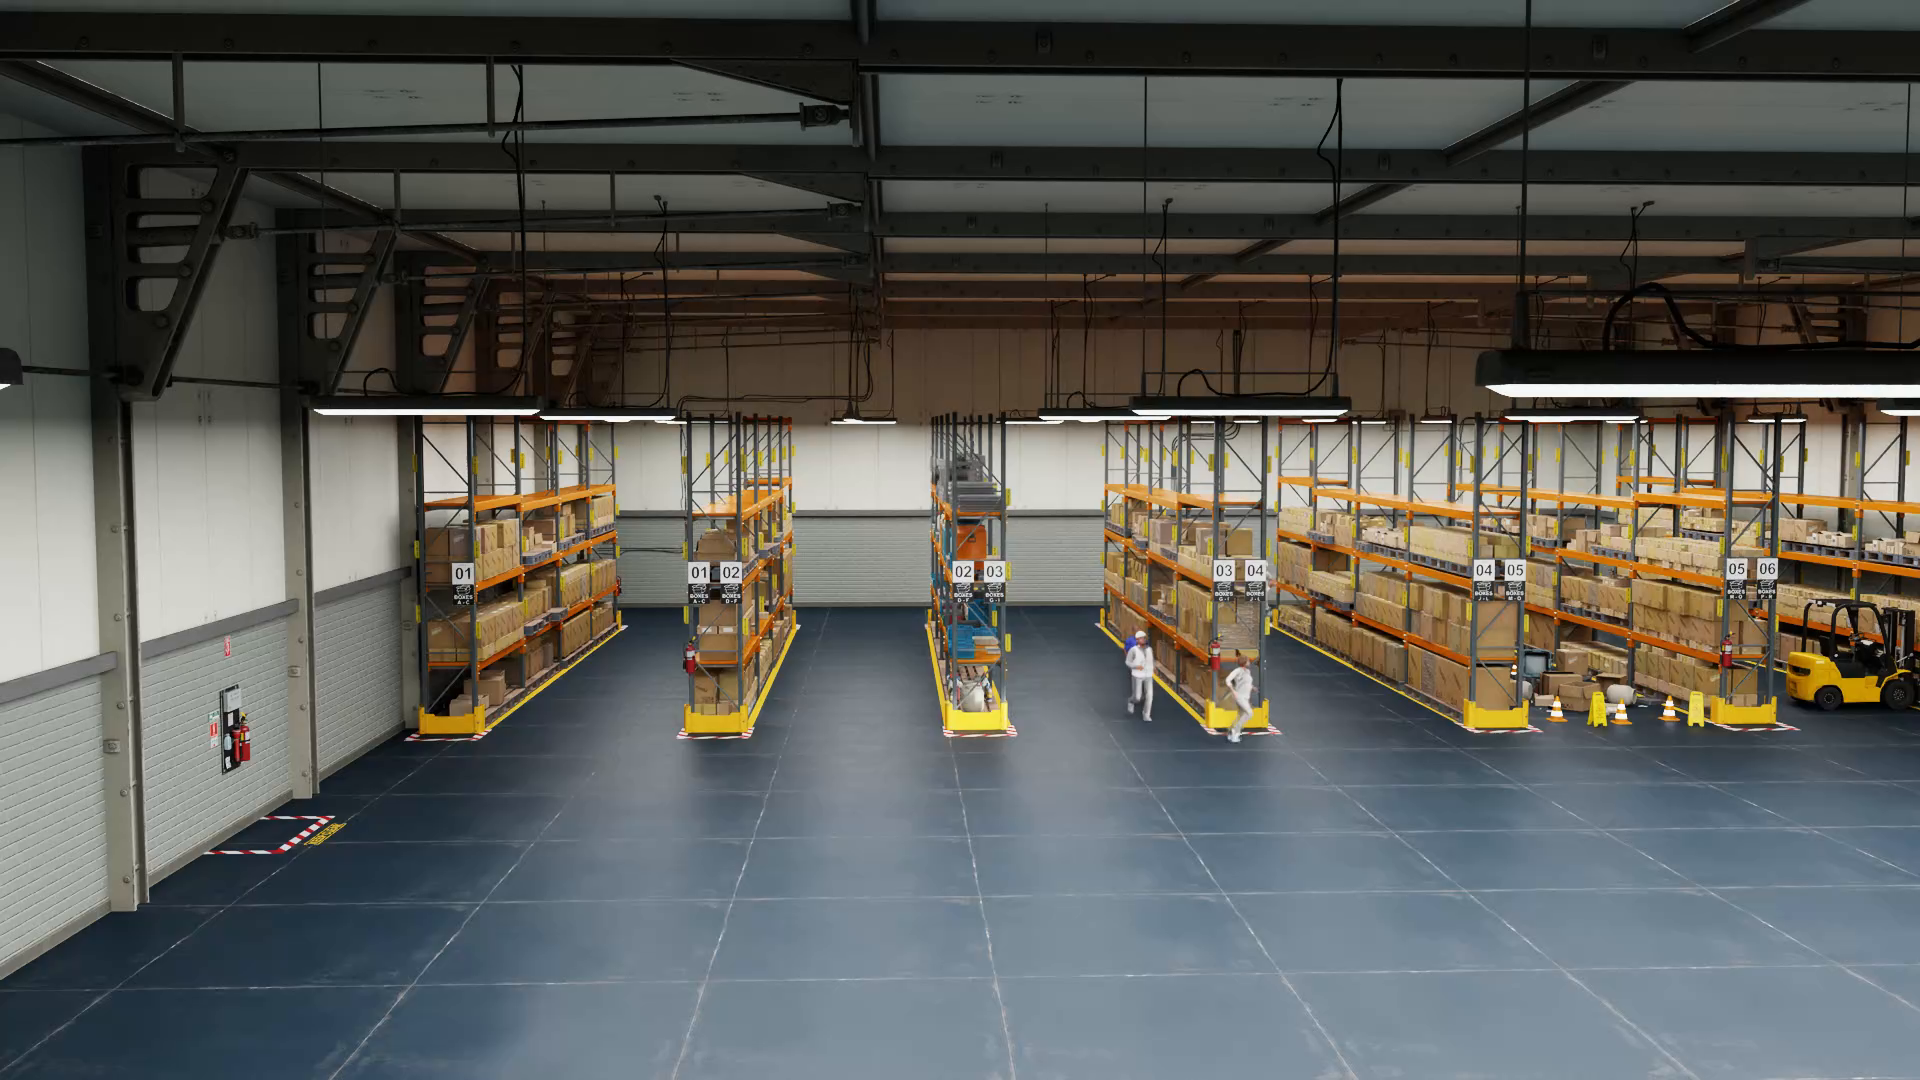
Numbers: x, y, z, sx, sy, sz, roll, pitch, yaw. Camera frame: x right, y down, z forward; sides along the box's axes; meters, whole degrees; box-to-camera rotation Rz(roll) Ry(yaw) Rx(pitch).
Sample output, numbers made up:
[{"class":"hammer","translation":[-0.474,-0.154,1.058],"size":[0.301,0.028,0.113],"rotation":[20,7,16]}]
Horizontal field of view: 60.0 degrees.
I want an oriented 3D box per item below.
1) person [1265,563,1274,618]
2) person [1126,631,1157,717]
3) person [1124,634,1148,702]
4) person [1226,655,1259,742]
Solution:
[{"class":"person","translation":[8.836,1.509,48.910],"size":[0.881,1.778,0.712],"rotation":[0,4,-5]},{"class":"person","translation":[3.552,2.616,32.496],"size":[0.669,1.680,0.693],"rotation":[-1,4,-17]},{"class":"person","translation":[3.669,2.663,34.462],"size":[0.530,1.412,0.498],"rotation":[0,4,-5]},{"class":"person","translation":[5.143,2.878,30.207],"size":[0.594,1.559,0.518],"rotation":[3,5,35]}]
